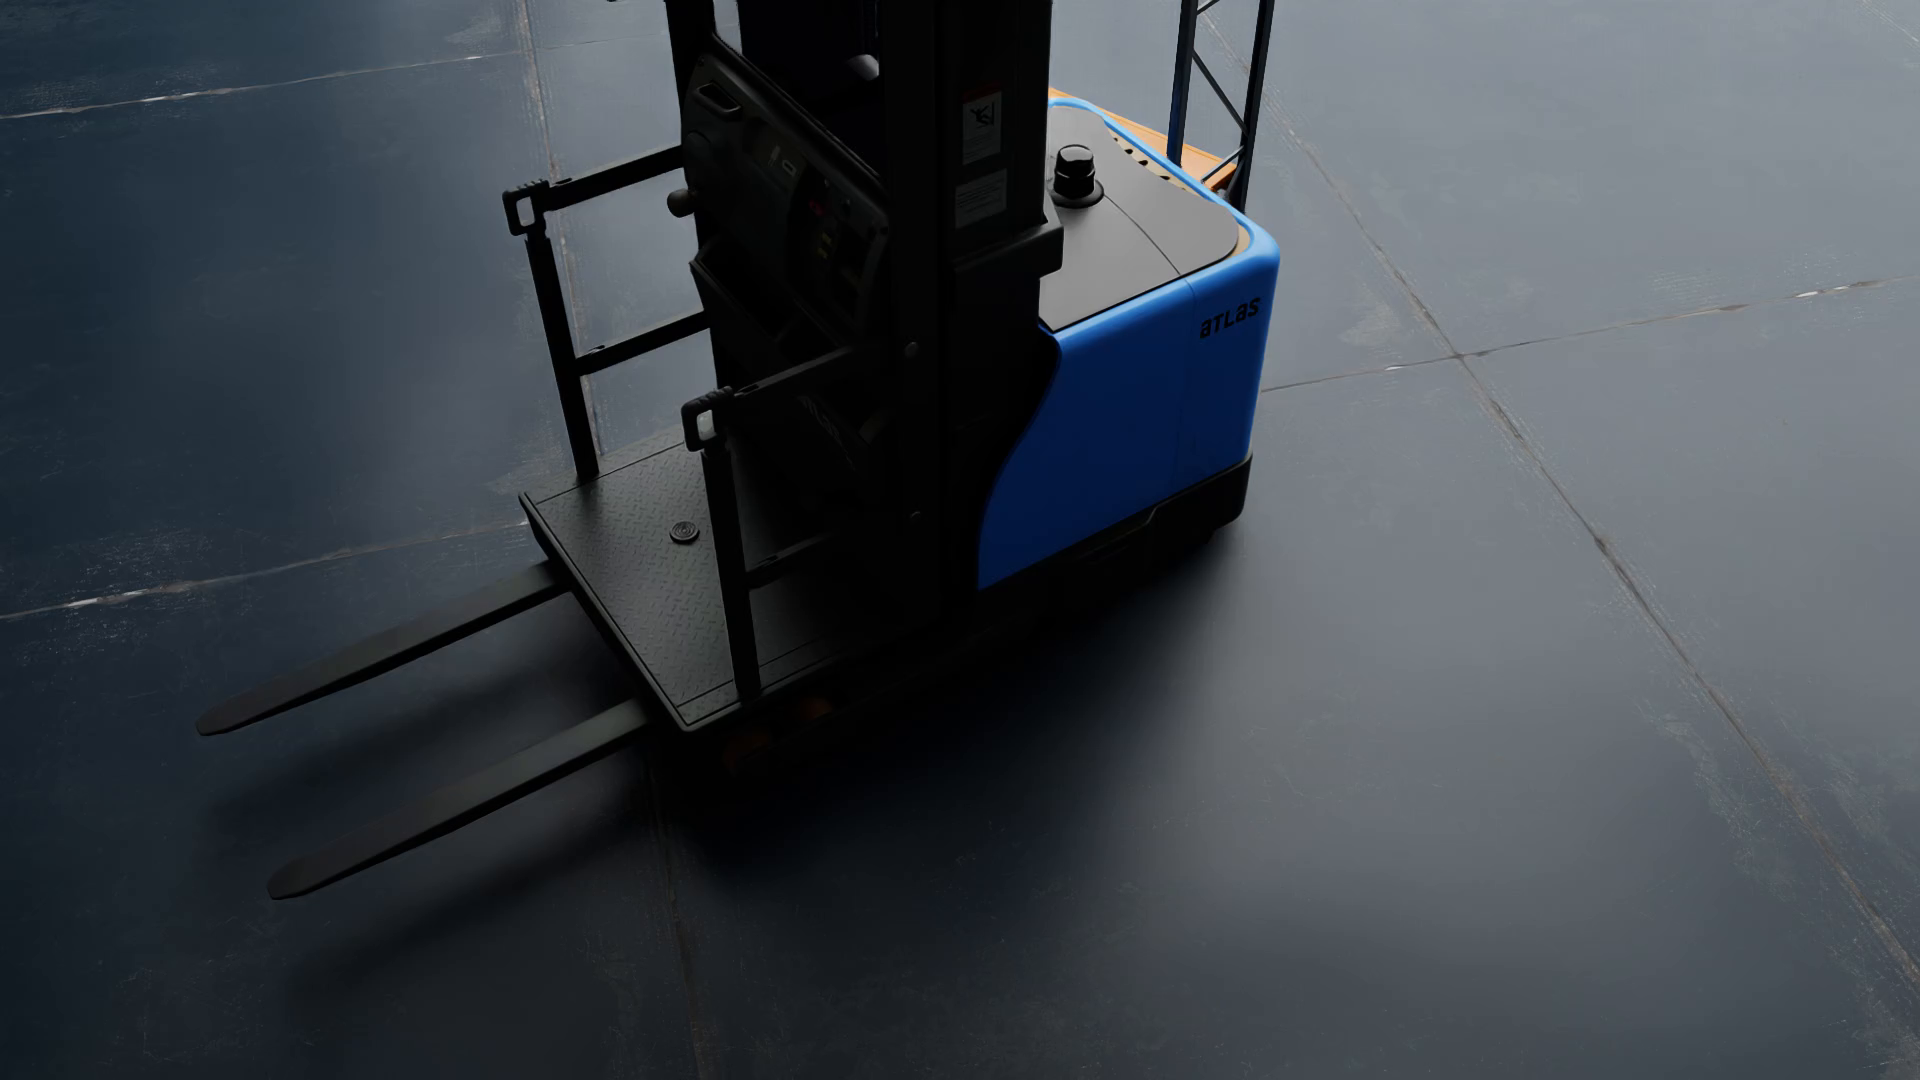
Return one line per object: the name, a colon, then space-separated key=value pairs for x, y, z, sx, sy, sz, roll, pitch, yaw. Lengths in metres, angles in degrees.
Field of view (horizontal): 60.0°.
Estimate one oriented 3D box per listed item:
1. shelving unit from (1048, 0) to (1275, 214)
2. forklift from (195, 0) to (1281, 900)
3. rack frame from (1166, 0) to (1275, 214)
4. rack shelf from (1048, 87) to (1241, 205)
shelving unit: x=0.400 y=-1.406 z=5.577 sx=1.083 sy=1.500 sz=0.587 roll=30 pitch=53 yaw=26
forklift: x=-0.610 y=-0.786 z=3.968 sx=3.031 sy=2.935 sz=1.130 roll=-26 pitch=51 yaw=-23
rack frame: x=0.799 y=-1.171 z=5.347 sx=0.032 sy=1.500 sz=0.500 roll=30 pitch=53 yaw=26
rack shelf: x=0.407 y=-1.276 z=5.702 sx=1.000 sy=0.185 sz=0.538 roll=30 pitch=53 yaw=26
